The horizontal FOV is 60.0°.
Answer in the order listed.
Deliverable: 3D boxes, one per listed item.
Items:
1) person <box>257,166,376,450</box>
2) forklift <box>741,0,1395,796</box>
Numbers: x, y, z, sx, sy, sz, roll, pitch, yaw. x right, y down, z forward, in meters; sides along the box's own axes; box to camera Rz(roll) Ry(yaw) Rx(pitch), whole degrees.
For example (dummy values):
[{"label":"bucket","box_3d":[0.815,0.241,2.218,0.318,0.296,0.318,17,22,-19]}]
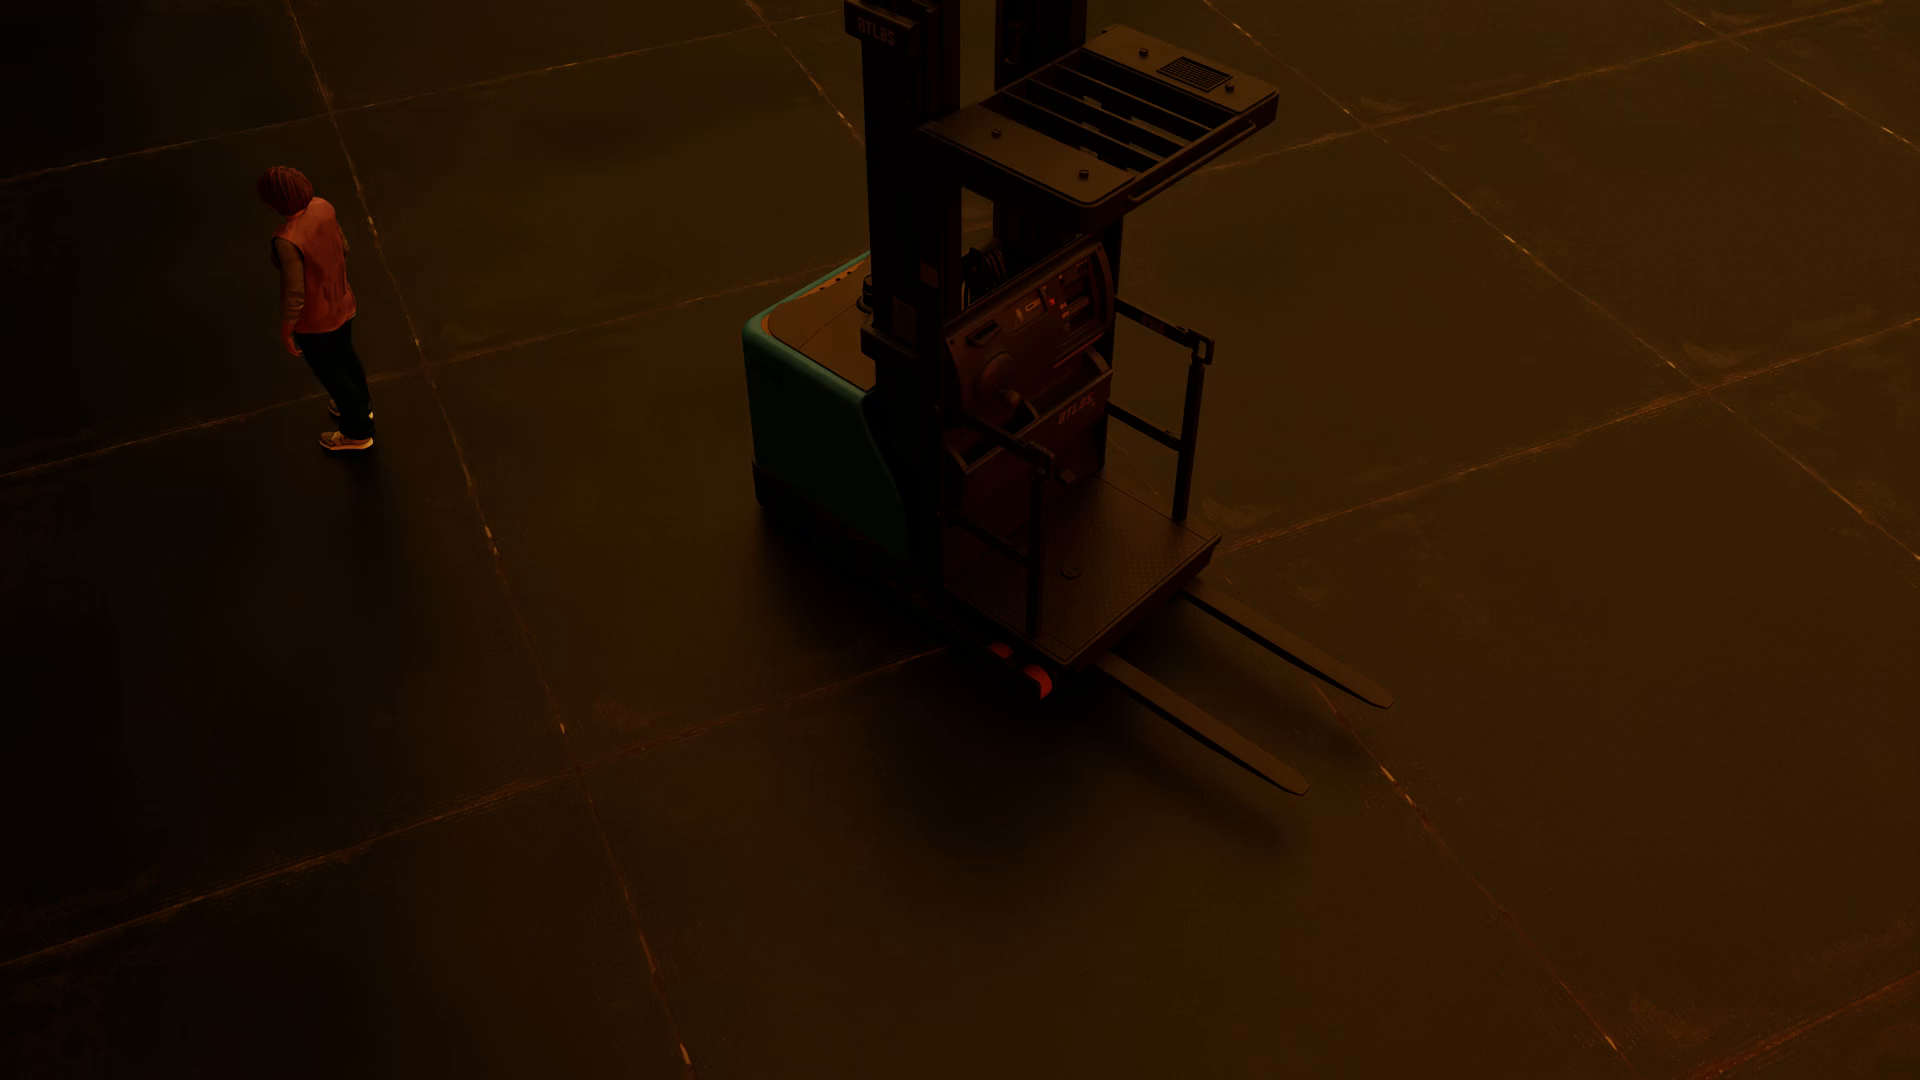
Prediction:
[{"label":"person","box_3d":[-3.059,-1.078,7.801,0.472,1.599,0.520,10,44,11]},{"label":"forklift","box_3d":[0.445,-0.788,6.525,3.031,2.935,1.130,32,52,30]}]
